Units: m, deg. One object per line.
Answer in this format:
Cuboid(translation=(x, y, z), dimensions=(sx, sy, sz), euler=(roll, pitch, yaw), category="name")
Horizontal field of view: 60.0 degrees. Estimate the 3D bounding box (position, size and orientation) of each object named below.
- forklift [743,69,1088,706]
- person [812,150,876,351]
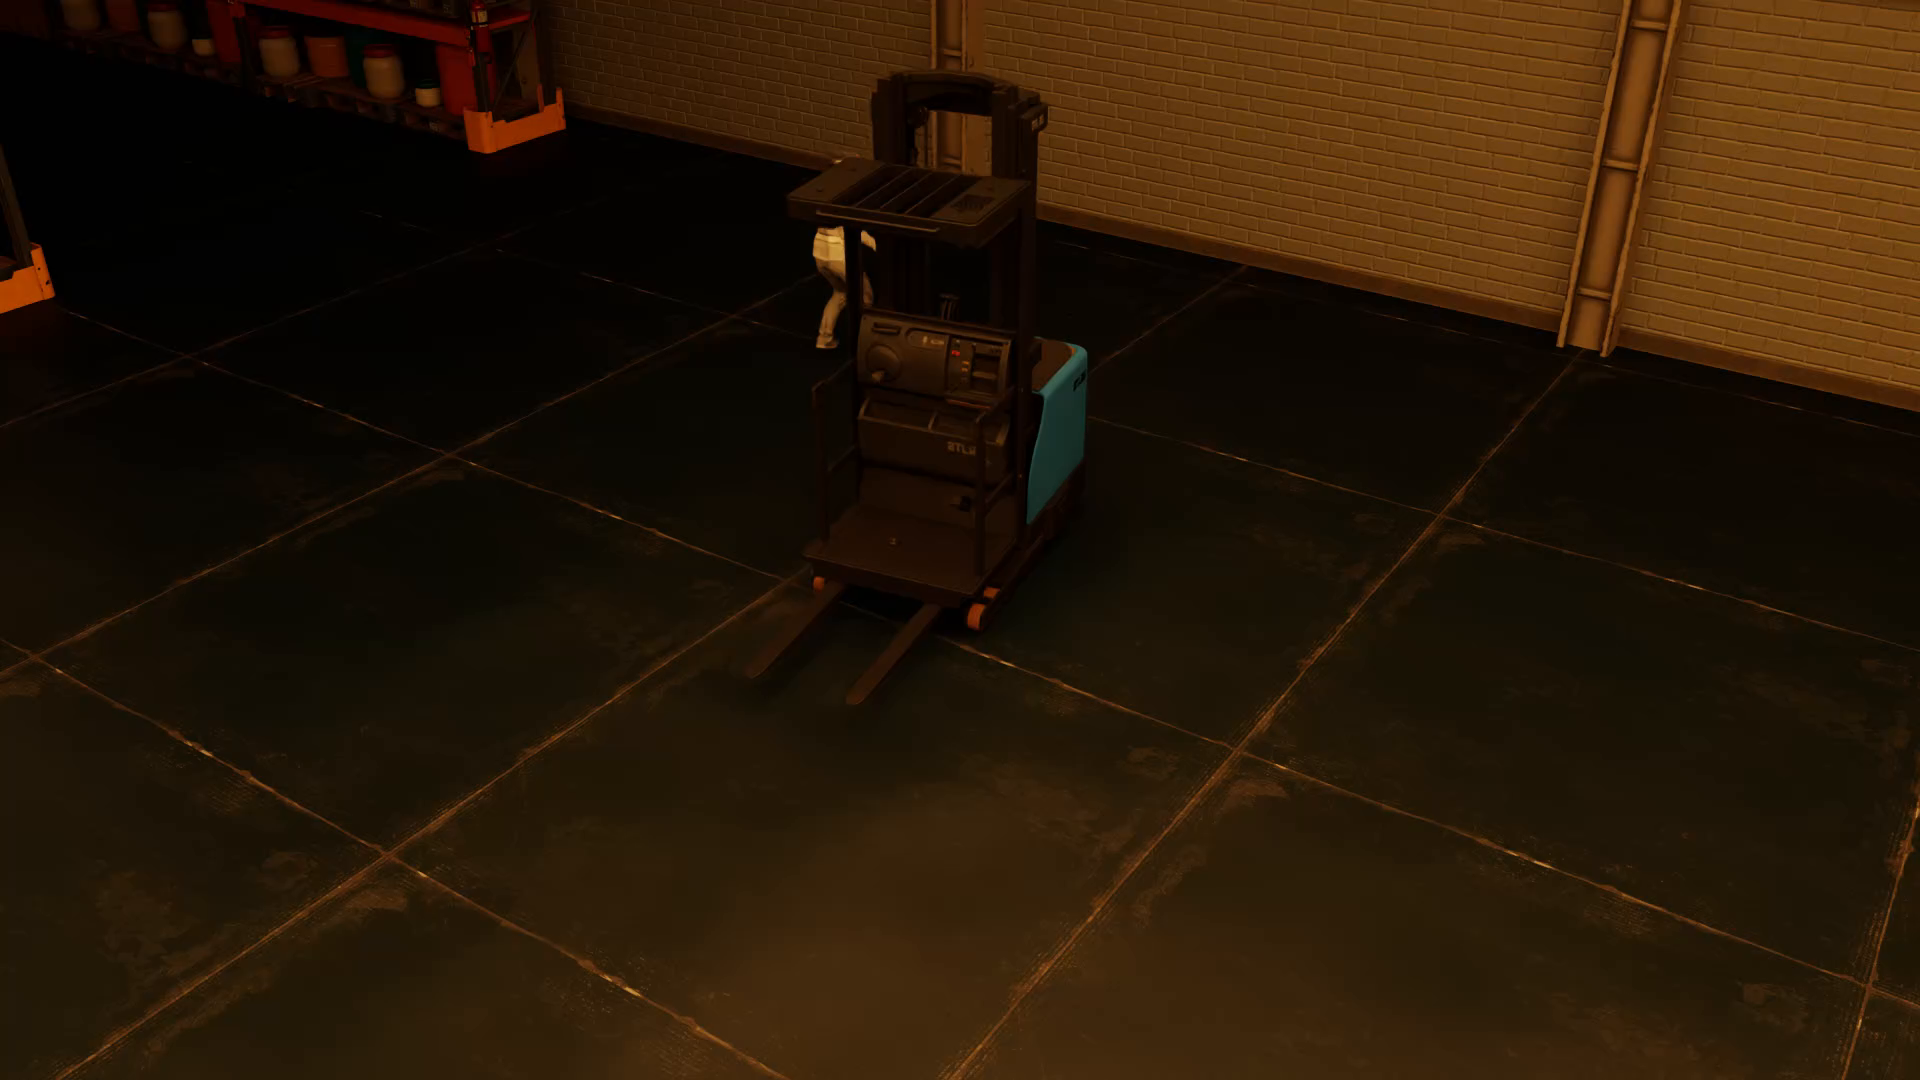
Cuboid(translation=(-0.237, -0.983, 9.275), dimensions=(1.130, 2.935, 3.031), euler=(12, 32, 20), category="forklift")
Cuboid(translation=(-0.844, -2.187, 12.702), dimensions=(0.624, 1.628, 0.729), euler=(-22, 37, -33), category="person")
